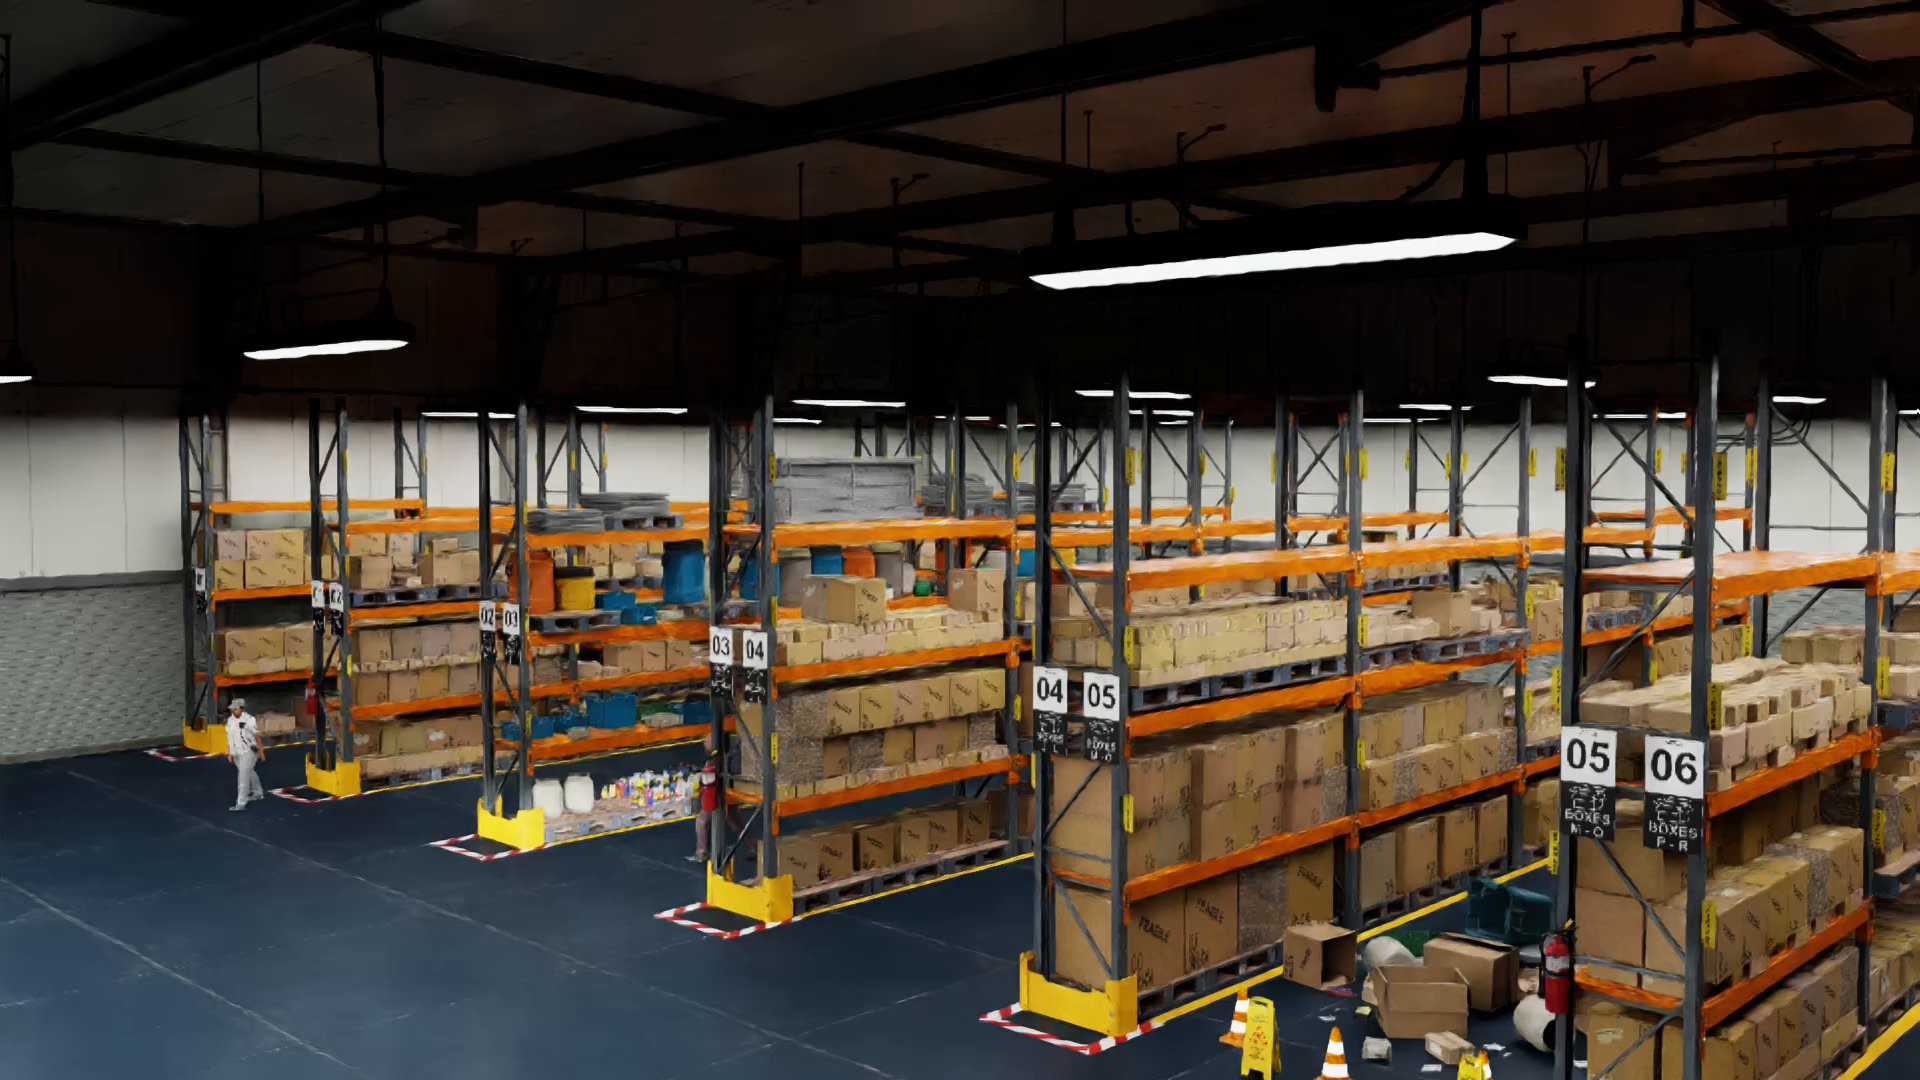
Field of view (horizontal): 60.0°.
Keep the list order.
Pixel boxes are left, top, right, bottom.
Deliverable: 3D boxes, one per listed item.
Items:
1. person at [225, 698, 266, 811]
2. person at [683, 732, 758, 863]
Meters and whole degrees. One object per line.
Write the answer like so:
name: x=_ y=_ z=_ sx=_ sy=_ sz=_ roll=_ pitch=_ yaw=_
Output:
person: x=-10.427 y=3.089 z=24.202 sx=0.523 sy=1.611 sz=0.941 roll=1 pitch=3 yaw=21
person: x=-2.970 y=3.234 z=20.897 sx=0.955 sy=1.669 sz=0.574 roll=-1 pitch=3 yaw=-25
